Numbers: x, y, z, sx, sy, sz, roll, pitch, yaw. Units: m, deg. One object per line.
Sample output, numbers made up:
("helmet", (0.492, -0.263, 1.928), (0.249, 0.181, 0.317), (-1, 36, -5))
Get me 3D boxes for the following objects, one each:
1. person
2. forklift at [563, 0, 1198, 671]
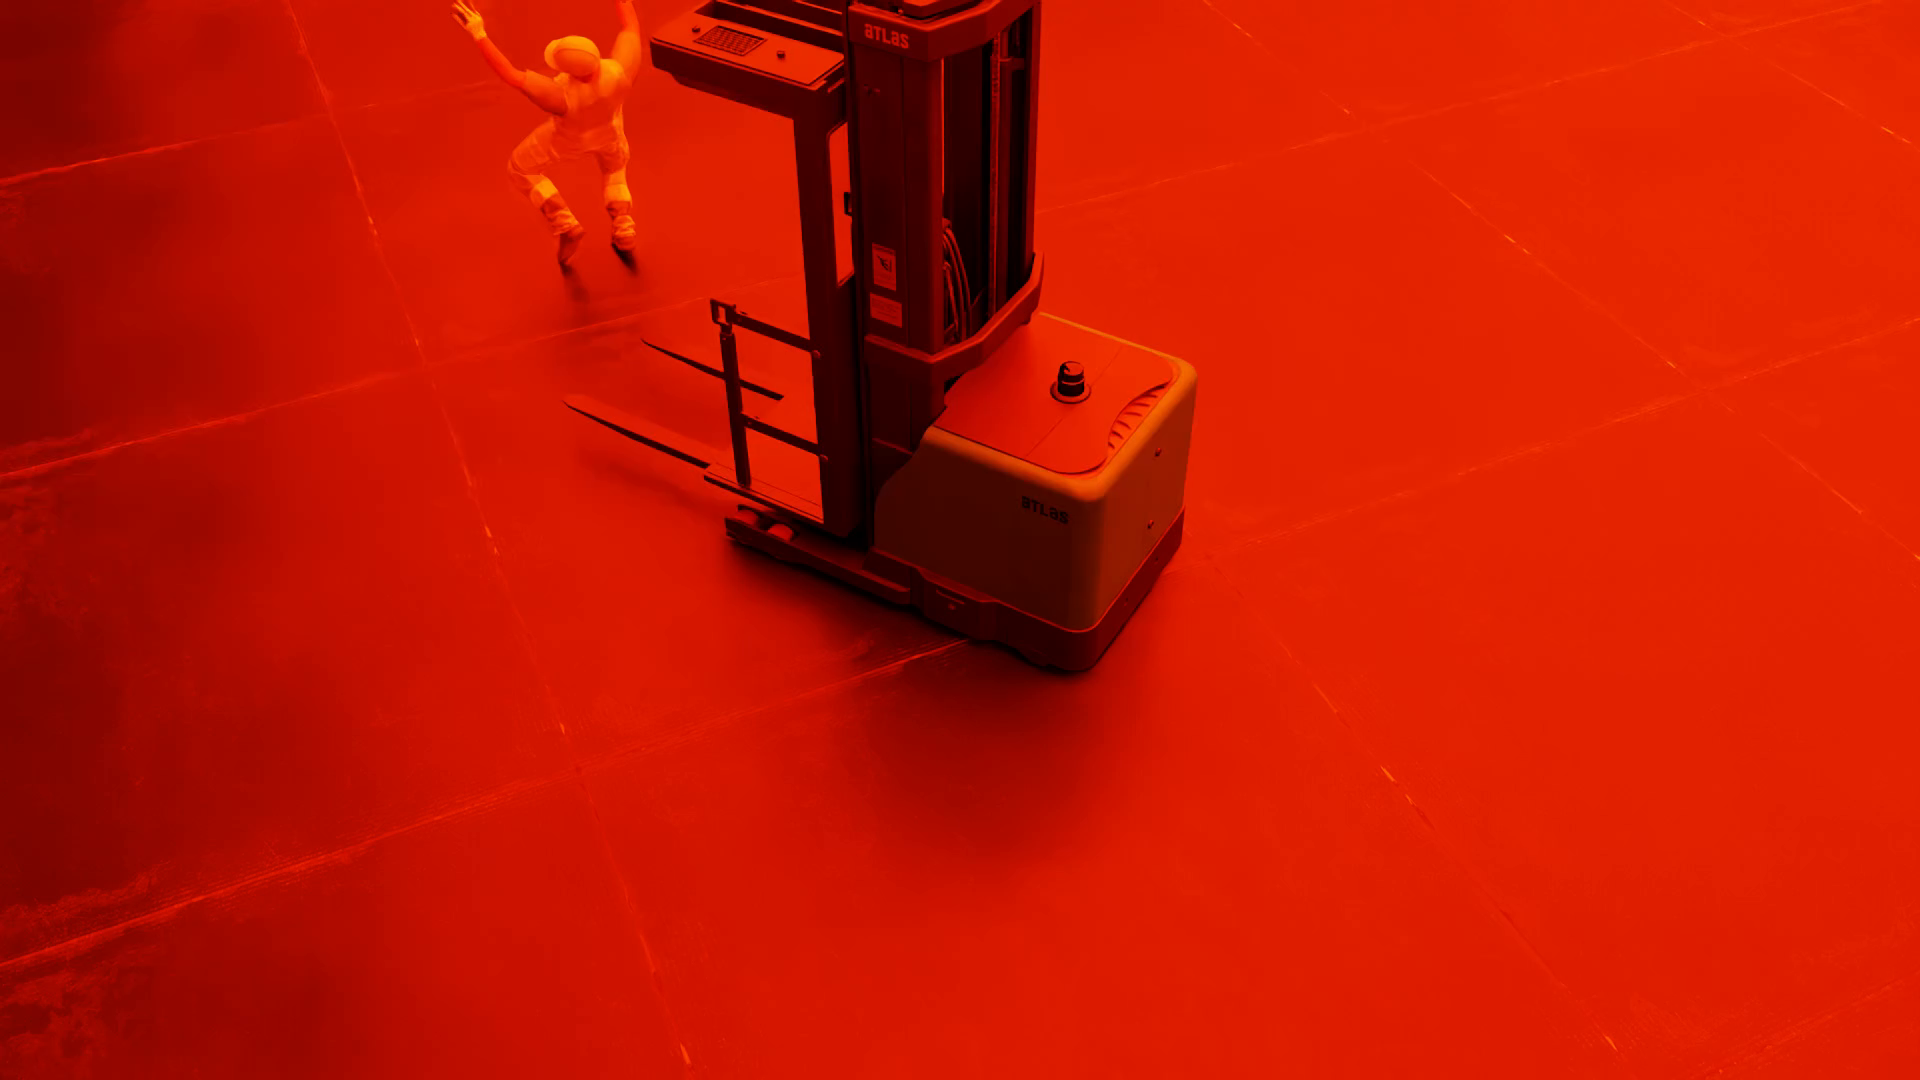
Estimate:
("person", (-2.109, -2.233, 9.021), (0.988, 1.643, 0.772), (-24, 48, -24))
("forklift", (-0.503, -1.267, 7.038), (3.031, 2.935, 1.130), (22, 47, 22))
